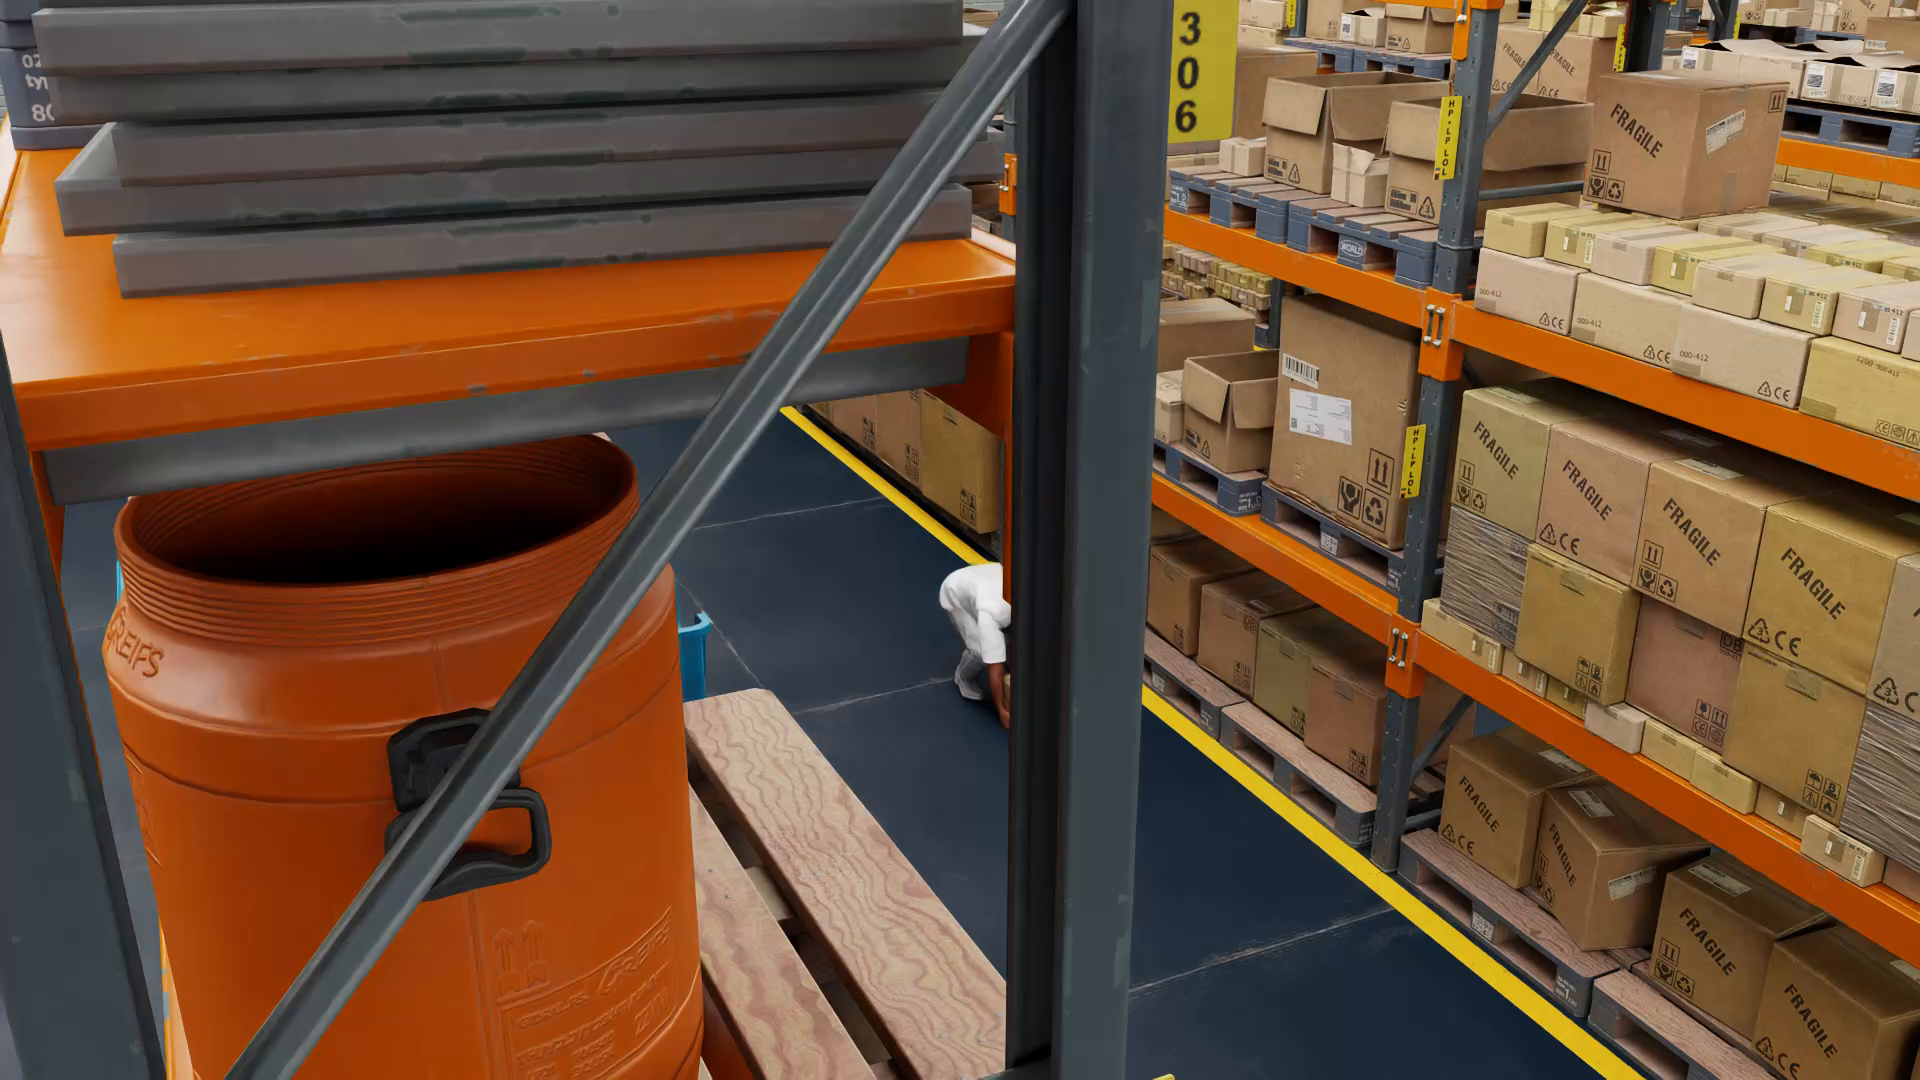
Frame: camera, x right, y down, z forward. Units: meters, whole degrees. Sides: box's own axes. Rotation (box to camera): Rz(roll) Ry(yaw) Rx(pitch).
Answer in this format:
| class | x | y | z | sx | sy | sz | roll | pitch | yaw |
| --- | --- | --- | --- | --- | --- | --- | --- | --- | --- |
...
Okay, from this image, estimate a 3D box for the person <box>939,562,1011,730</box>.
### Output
| class | x | y | z | sx | sy | sz | roll | pitch | yaw |
| --- | --- | --- | --- | --- | --- | --- | --- | --- | --- |
| person | 0.271 | 0.558 | 9.494 | 0.526 | 0.818 | 0.970 | -11 | 24 | -25 |
